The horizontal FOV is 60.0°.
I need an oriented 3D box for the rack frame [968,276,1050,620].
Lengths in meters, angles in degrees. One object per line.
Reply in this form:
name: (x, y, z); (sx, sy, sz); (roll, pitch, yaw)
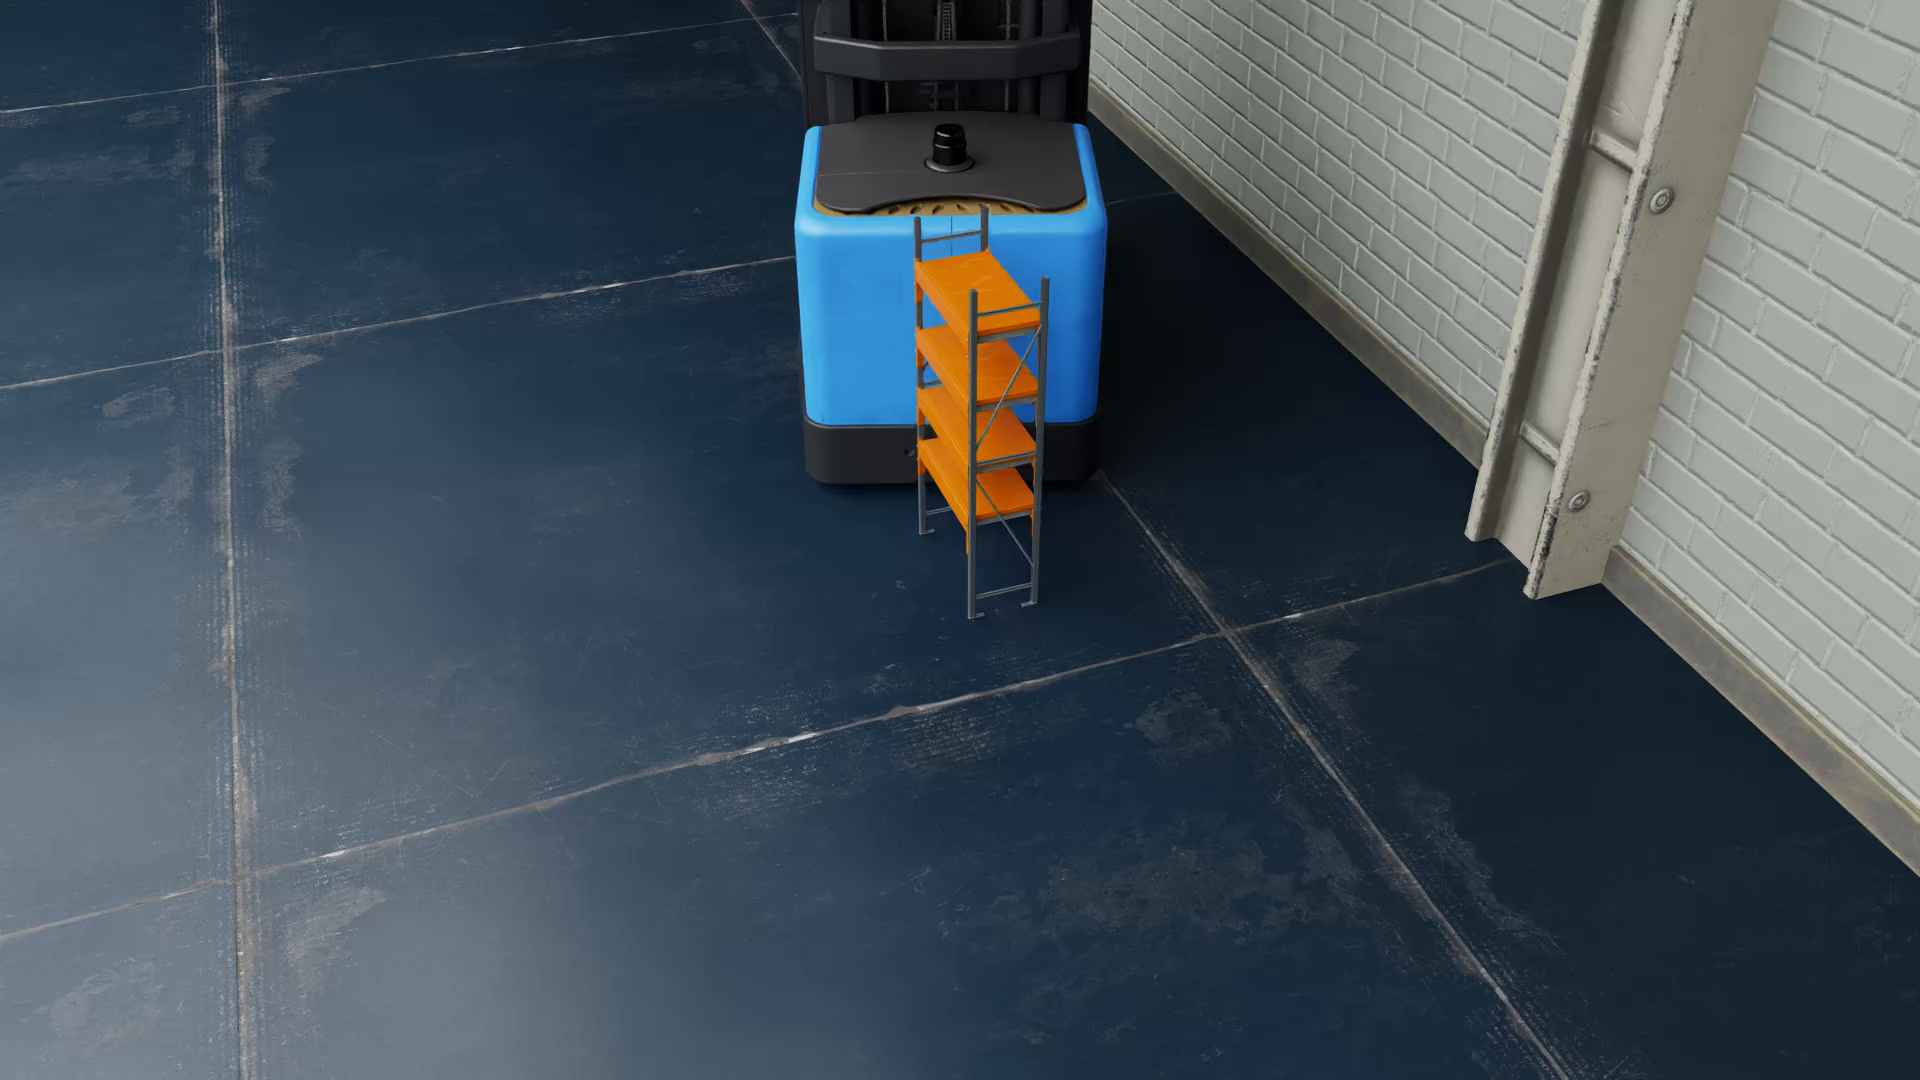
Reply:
rack frame: (0.141, -0.248, 5.082); (0.240, 1.200, 0.015); (-12, 39, -16)

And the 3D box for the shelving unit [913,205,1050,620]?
shelving unit: (0.057, -0.386, 5.265); (0.258, 1.200, 0.503); (-12, 39, -16)

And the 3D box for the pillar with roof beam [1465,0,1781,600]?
pillar with roof beam: (-2.078, -2.649, 1.787); (9.100, 9.000, 0.400); (-12, 39, -16)

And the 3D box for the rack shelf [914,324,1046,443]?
rack shelf: (0.057, -0.511, 5.171); (0.258, 0.148, 0.480); (-12, 39, -16)

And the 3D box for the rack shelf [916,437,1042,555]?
rack shelf: (0.057, -0.173, 5.425); (0.258, 0.148, 0.480); (-12, 39, -16)

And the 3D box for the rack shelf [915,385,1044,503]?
rack shelf: (0.057, -0.332, 5.305); (0.258, 0.148, 0.480); (-12, 39, -16)

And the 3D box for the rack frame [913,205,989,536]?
rack frame: (-0.027, -0.524, 5.448); (0.240, 1.200, 0.015); (-12, 39, -16)

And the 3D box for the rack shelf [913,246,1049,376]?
rack shelf: (0.057, -0.700, 5.028); (0.258, 0.148, 0.480); (-12, 39, -16)

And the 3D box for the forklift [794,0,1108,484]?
forklift: (-0.063, -2.227, 6.270); (1.130, 2.935, 3.031); (-1, 37, -1)
